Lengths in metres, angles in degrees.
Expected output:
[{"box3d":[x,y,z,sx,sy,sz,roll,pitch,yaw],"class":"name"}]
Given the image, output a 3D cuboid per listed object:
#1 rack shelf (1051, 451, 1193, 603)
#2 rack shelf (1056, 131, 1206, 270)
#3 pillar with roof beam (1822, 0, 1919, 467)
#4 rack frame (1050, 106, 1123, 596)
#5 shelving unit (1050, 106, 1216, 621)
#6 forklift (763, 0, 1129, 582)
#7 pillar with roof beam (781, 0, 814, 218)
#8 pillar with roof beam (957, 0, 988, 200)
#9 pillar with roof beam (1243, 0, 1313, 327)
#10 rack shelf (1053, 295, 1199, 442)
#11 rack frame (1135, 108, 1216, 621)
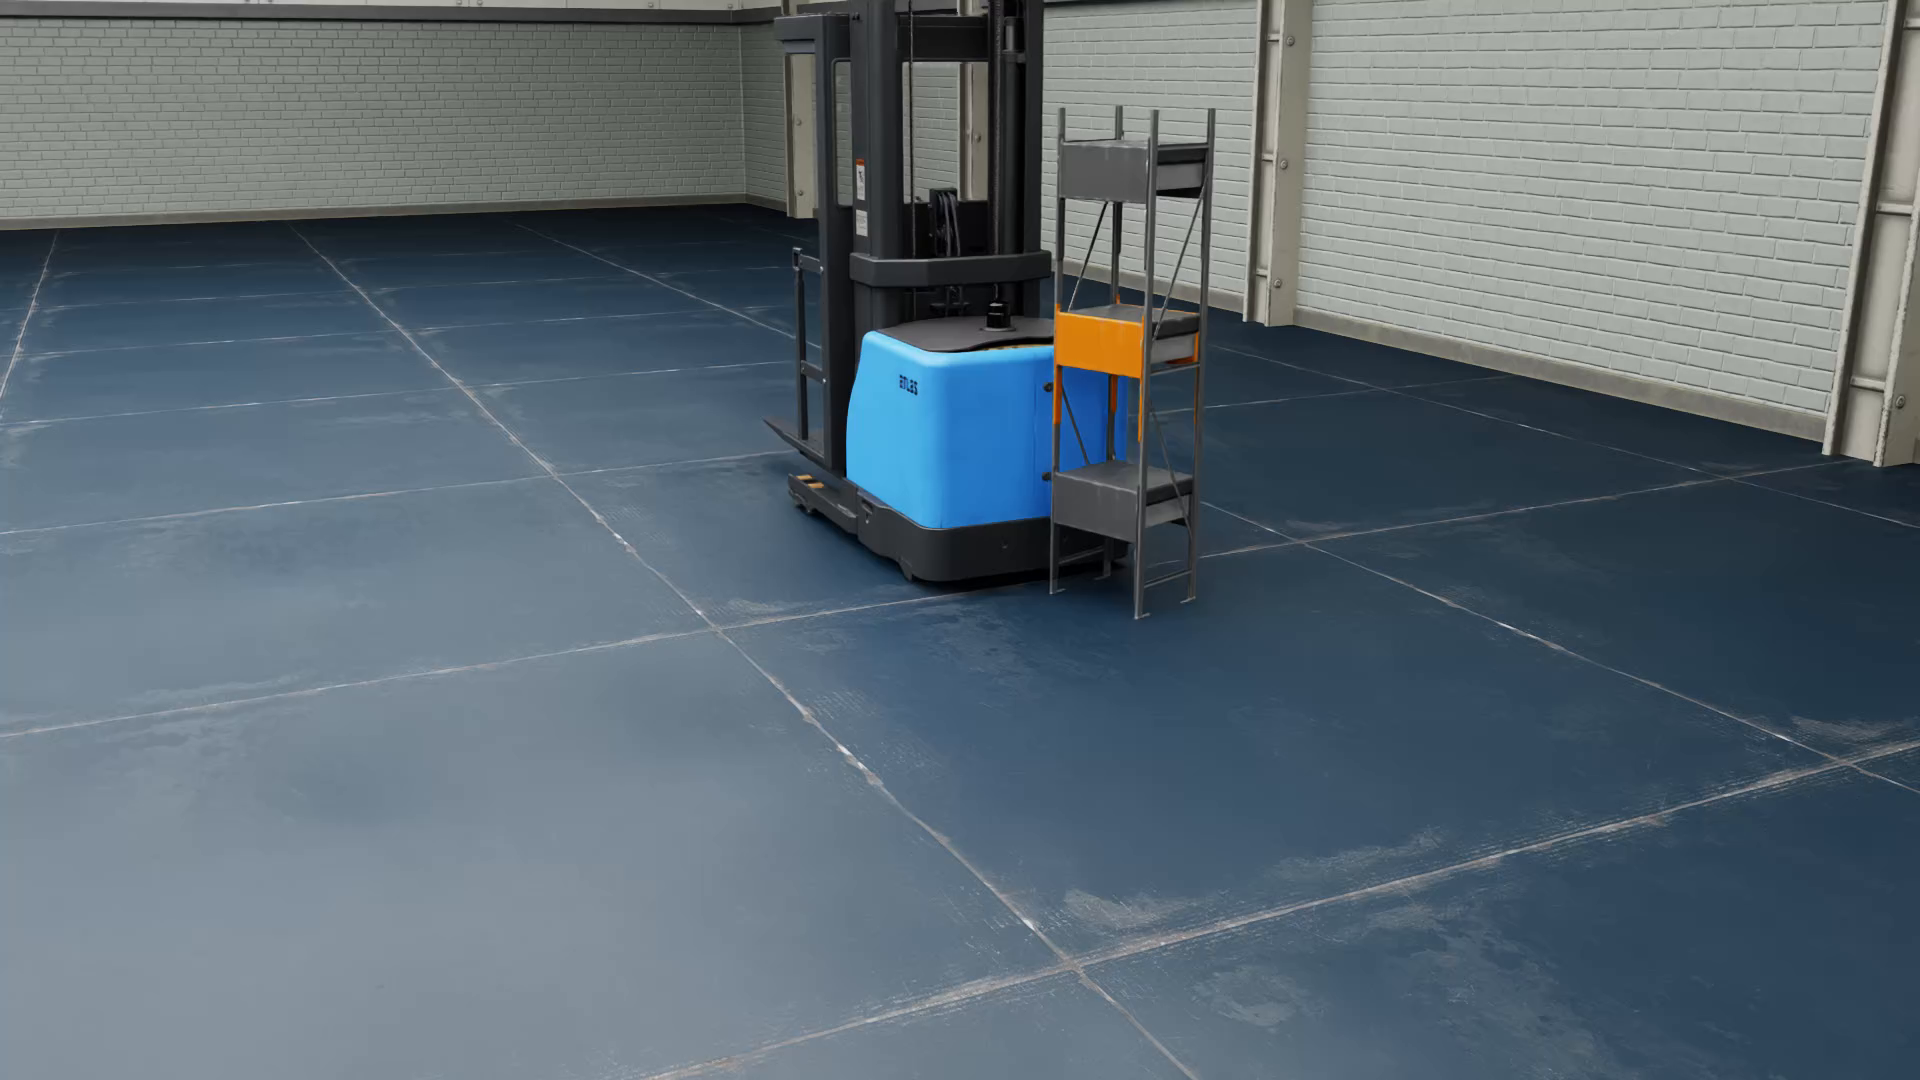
[{"box3d":[0.718,-0.067,7.266,0.431,0.518,0.480,-15,22,-43],"class":"rack shelf"},{"box3d":[0.719,-1.413,6.880,0.431,0.518,0.480,-15,22,-43],"class":"rack shelf"},{"box3d":[1.574,-4.299,6.918,9.100,9.000,0.400,-8,18,-25],"class":"pillar with roof beam"},{"box3d":[0.547,-0.801,7.236,0.400,2.100,0.015,-15,22,-43],"class":"rack frame"},{"box3d":[0.718,-0.754,7.069,0.431,2.100,0.503,-15,22,-43],"class":"shelving unit"},{"box3d":[-0.270,-1.587,8.466,1.130,2.935,3.031,-7,17,-23],"class":"forklift"},{"box3d":[-6.311,-8.762,22.471,9.100,9.000,0.400,-8,18,-25],"class":"pillar with roof beam"},{"box3d":[-3.683,-7.275,17.287,9.100,9.000,0.400,-8,18,-25],"class":"pillar with roof beam"},{"box3d":[-1.054,-5.787,12.102,9.100,9.000,0.400,-8,18,-25],"class":"pillar with roof beam"},{"box3d":[0.718,-0.740,7.073,0.431,0.518,0.480,-15,22,-43],"class":"rack shelf"},{"box3d":[0.889,-0.706,6.902,0.400,2.100,0.015,-15,22,-43],"class":"rack frame"}]
